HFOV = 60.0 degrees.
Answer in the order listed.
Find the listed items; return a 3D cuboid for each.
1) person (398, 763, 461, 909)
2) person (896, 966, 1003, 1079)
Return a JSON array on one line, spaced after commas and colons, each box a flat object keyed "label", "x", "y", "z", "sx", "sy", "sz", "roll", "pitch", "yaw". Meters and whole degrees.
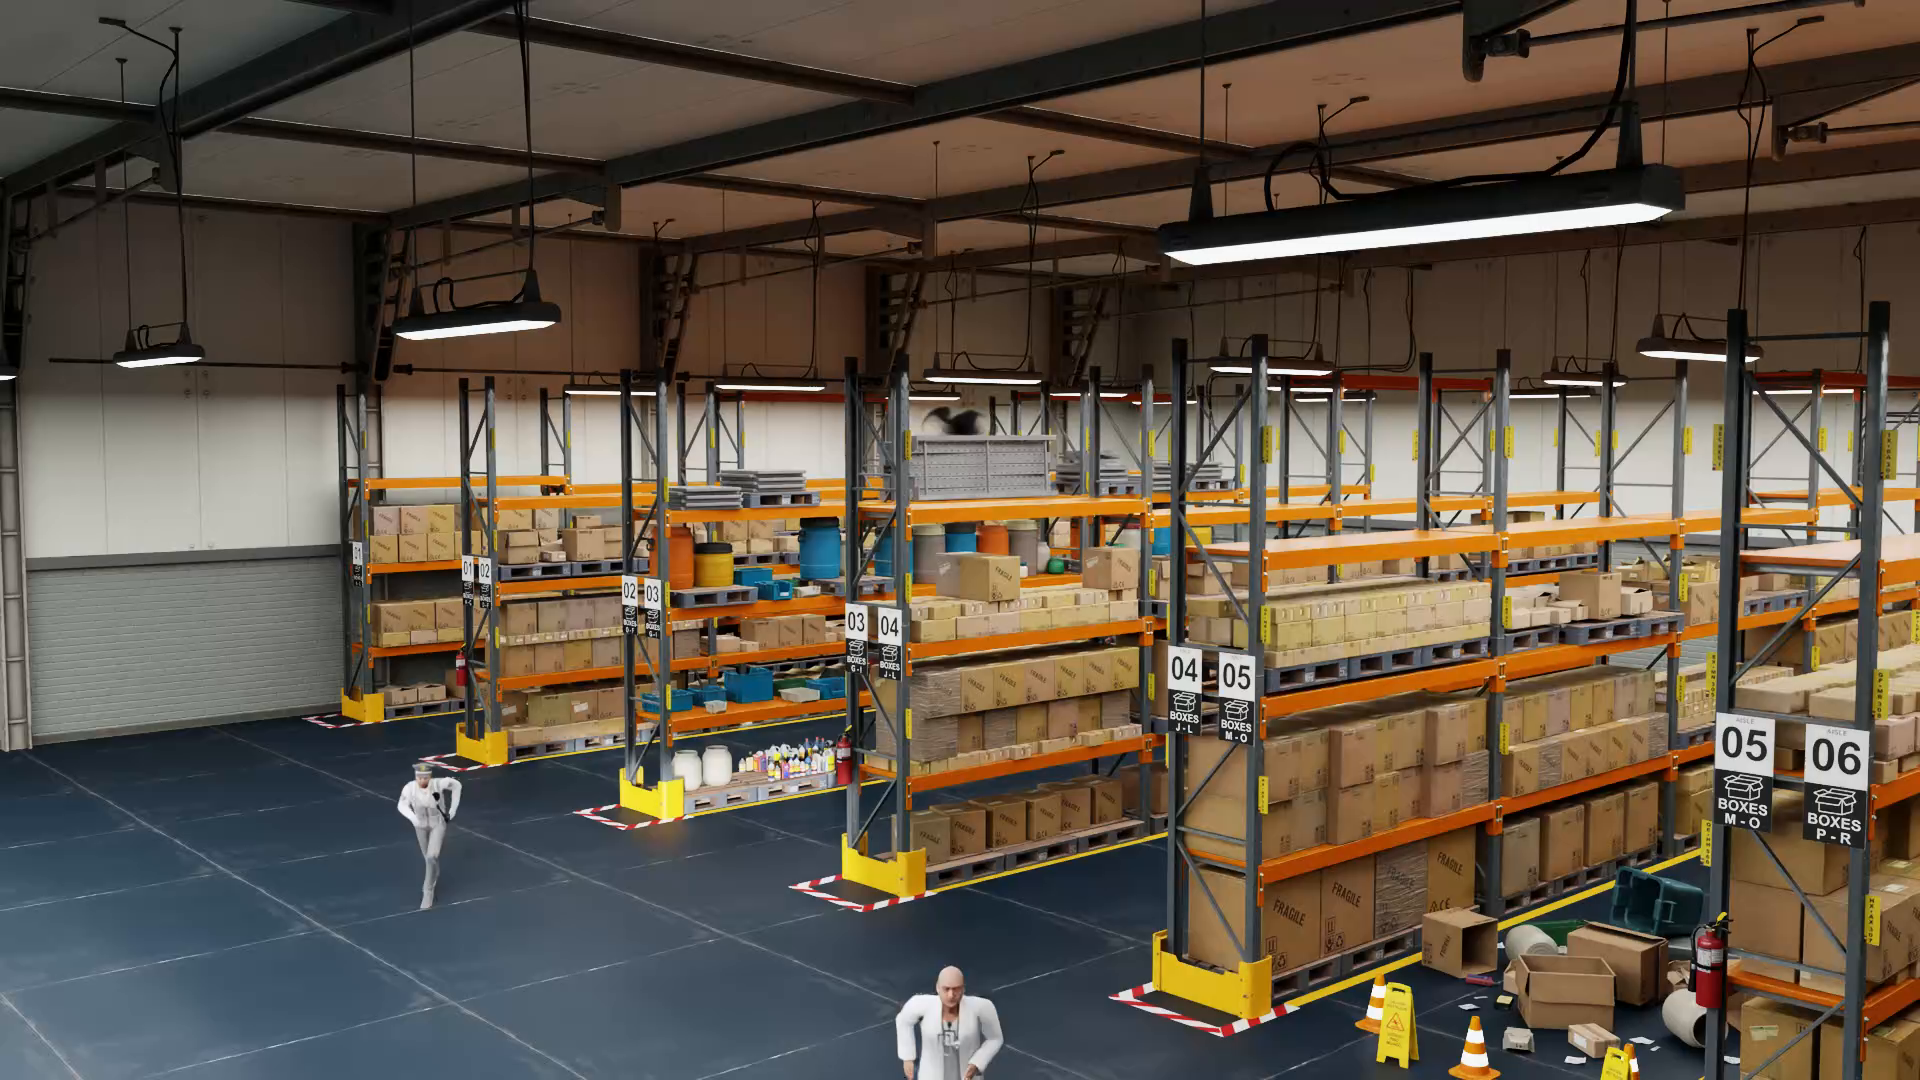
[{"label": "person", "x": -5.833, "y": 3.196, "z": 18.362, "sx": 0.658, "sy": 1.624, "sz": 0.963, "roll": -1, "pitch": 4, "yaw": -10}, {"label": "person", "x": -0.072, "y": 3.605, "z": 11.030, "sx": 0.701, "sy": 1.711, "sz": 0.793, "roll": 0, "pitch": 4, "yaw": -4}]
